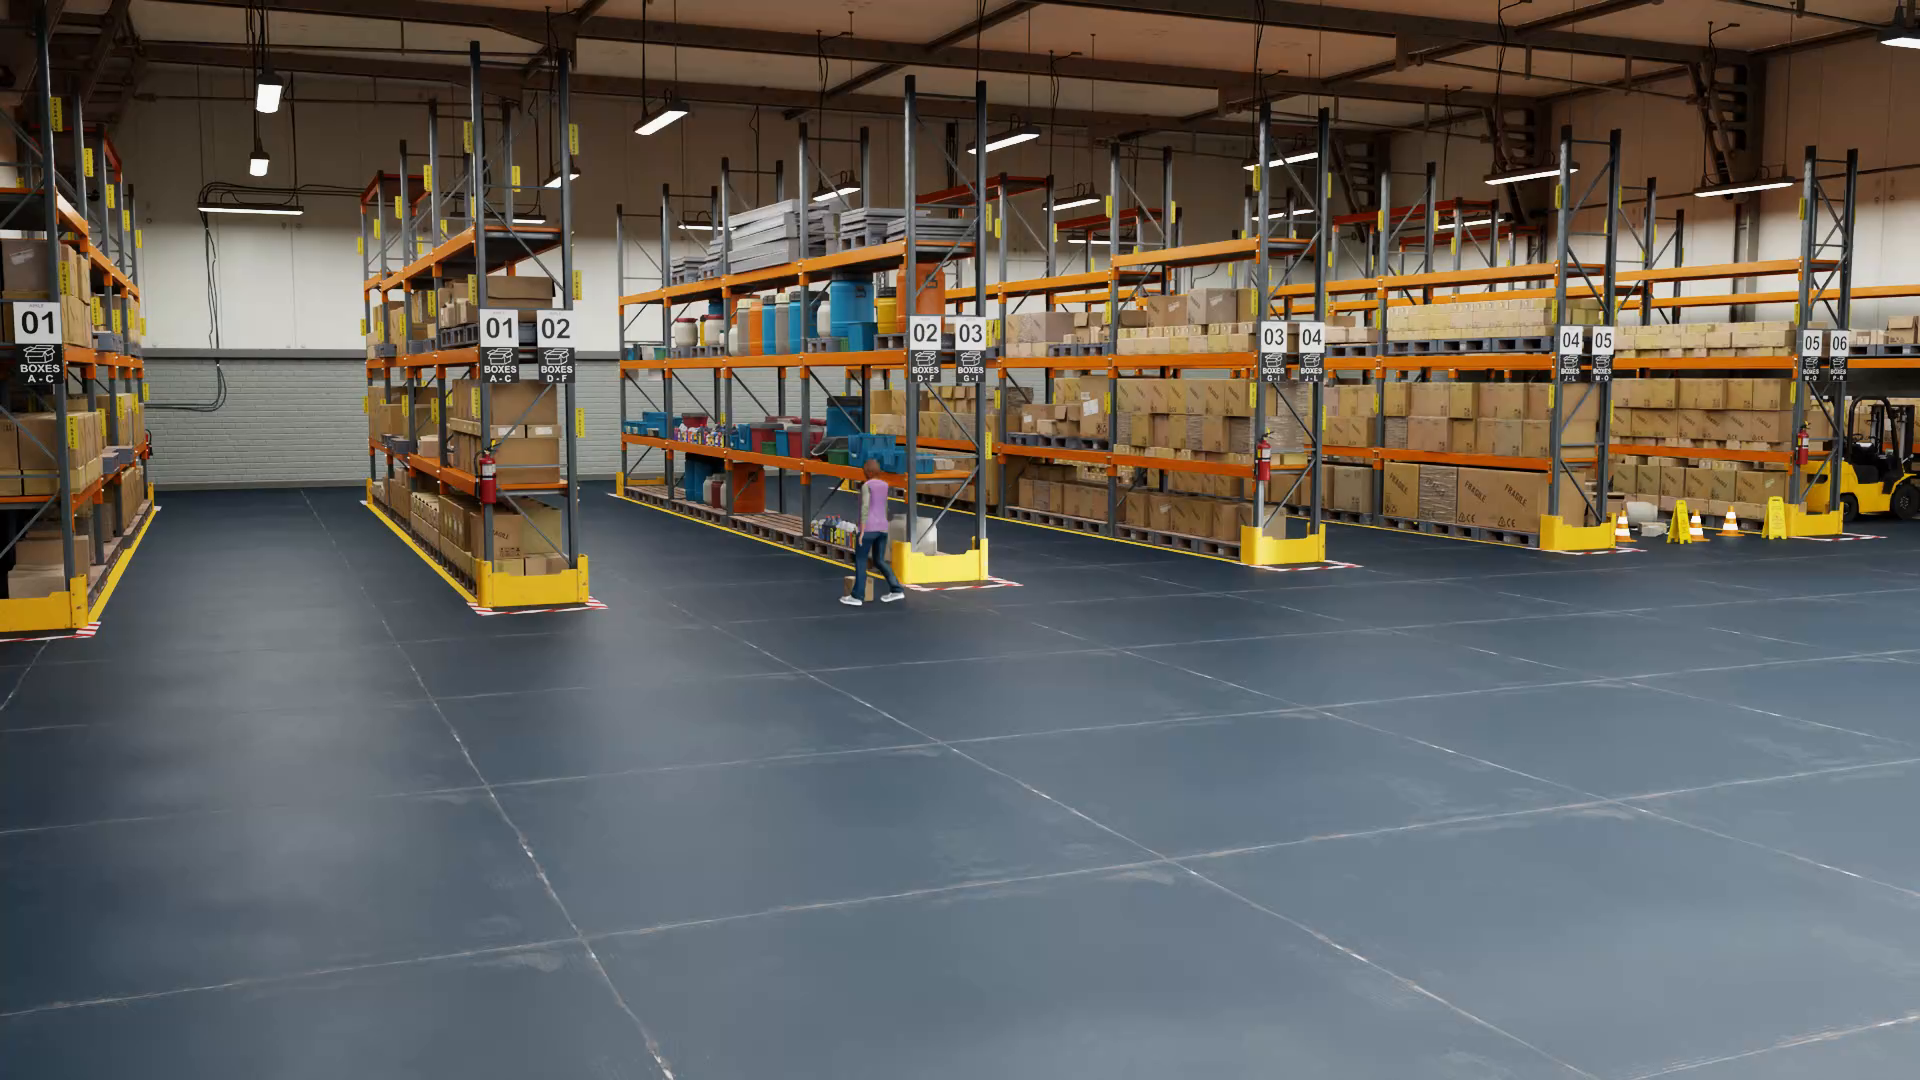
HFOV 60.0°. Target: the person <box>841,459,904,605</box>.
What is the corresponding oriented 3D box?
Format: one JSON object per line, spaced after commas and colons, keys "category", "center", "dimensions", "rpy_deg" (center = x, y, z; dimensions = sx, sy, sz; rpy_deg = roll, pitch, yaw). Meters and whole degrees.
{"category": "person", "center": [-0.949, -0.082, 17.991], "dimensions": [0.615, 1.565, 0.460], "rpy_deg": [5, 7, 40]}
